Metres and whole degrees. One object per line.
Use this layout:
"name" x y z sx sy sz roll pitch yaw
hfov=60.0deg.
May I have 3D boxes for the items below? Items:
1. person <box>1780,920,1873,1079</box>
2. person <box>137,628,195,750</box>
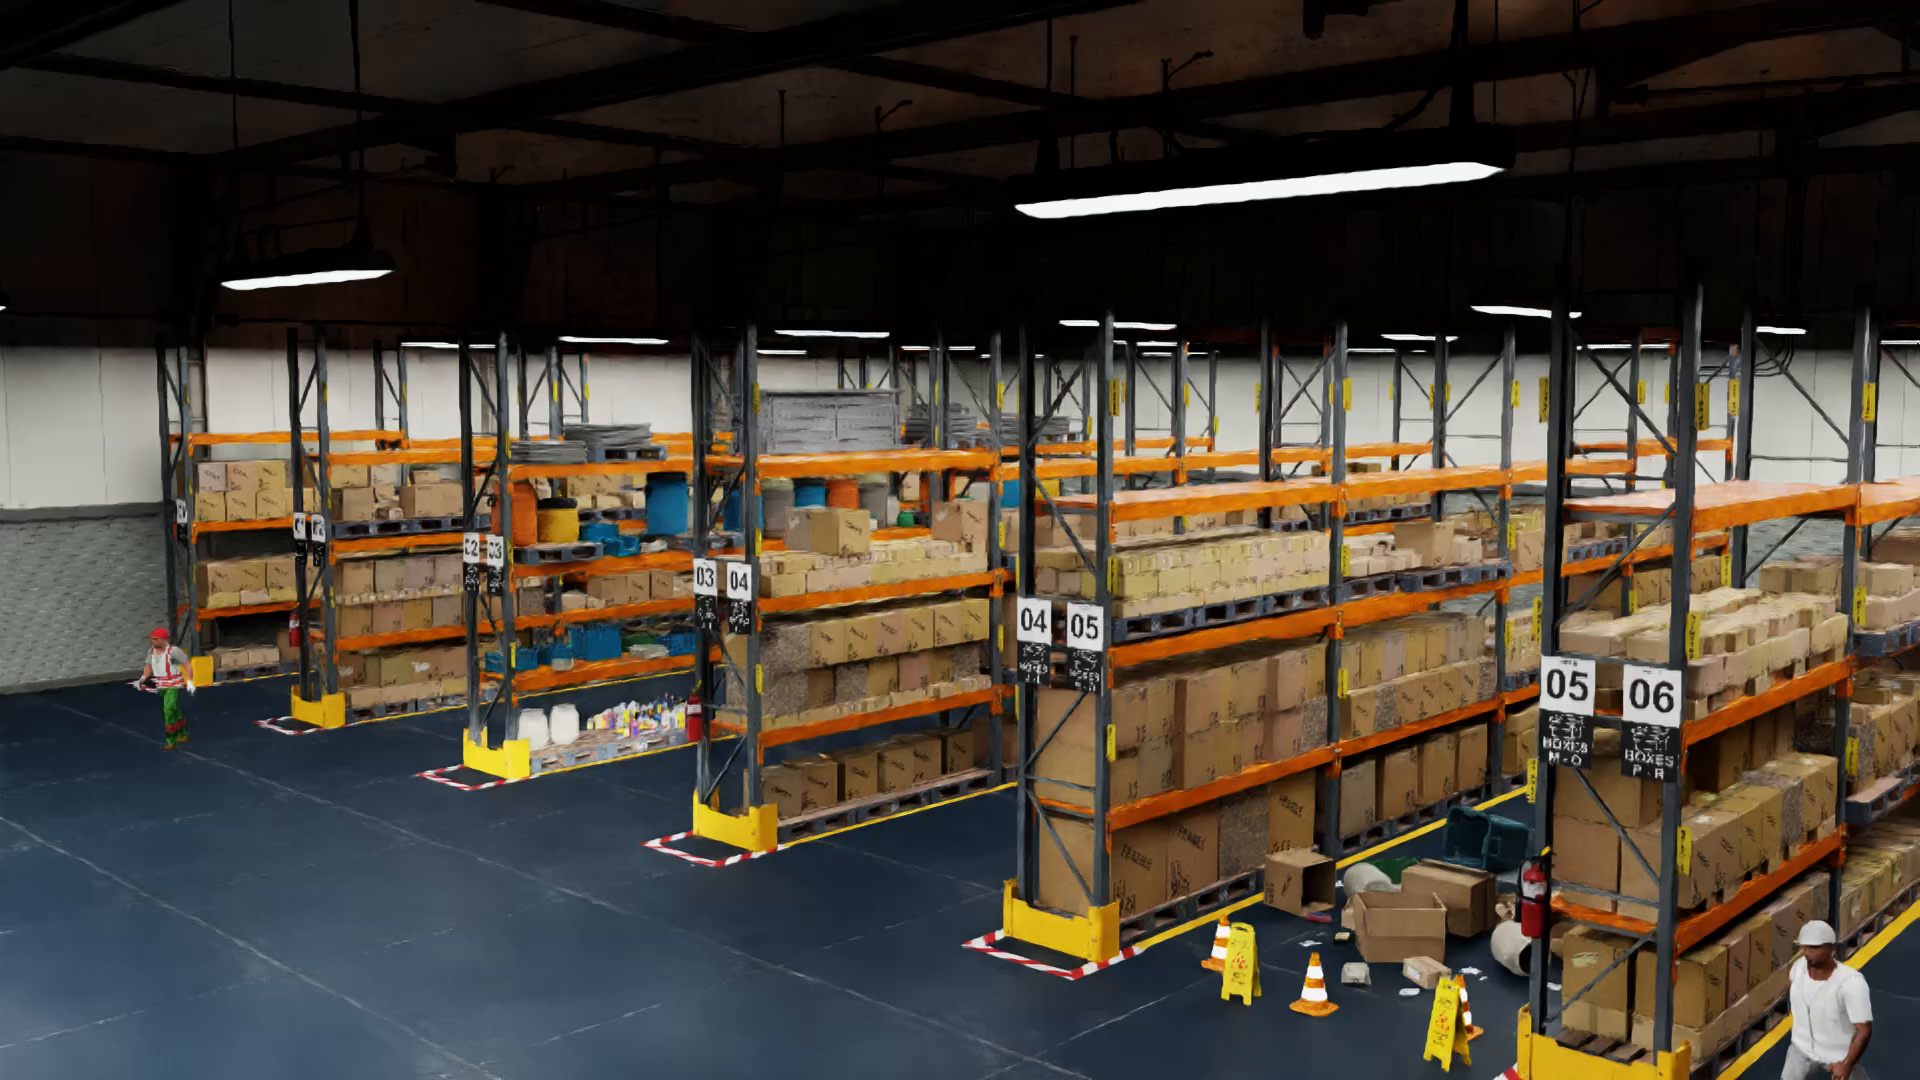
"person" 5.720 3.308 10.698 0.765 1.722 0.776 -3 6 -31
"person" -11.231 2.079 23.616 0.666 1.718 0.808 2 6 24
